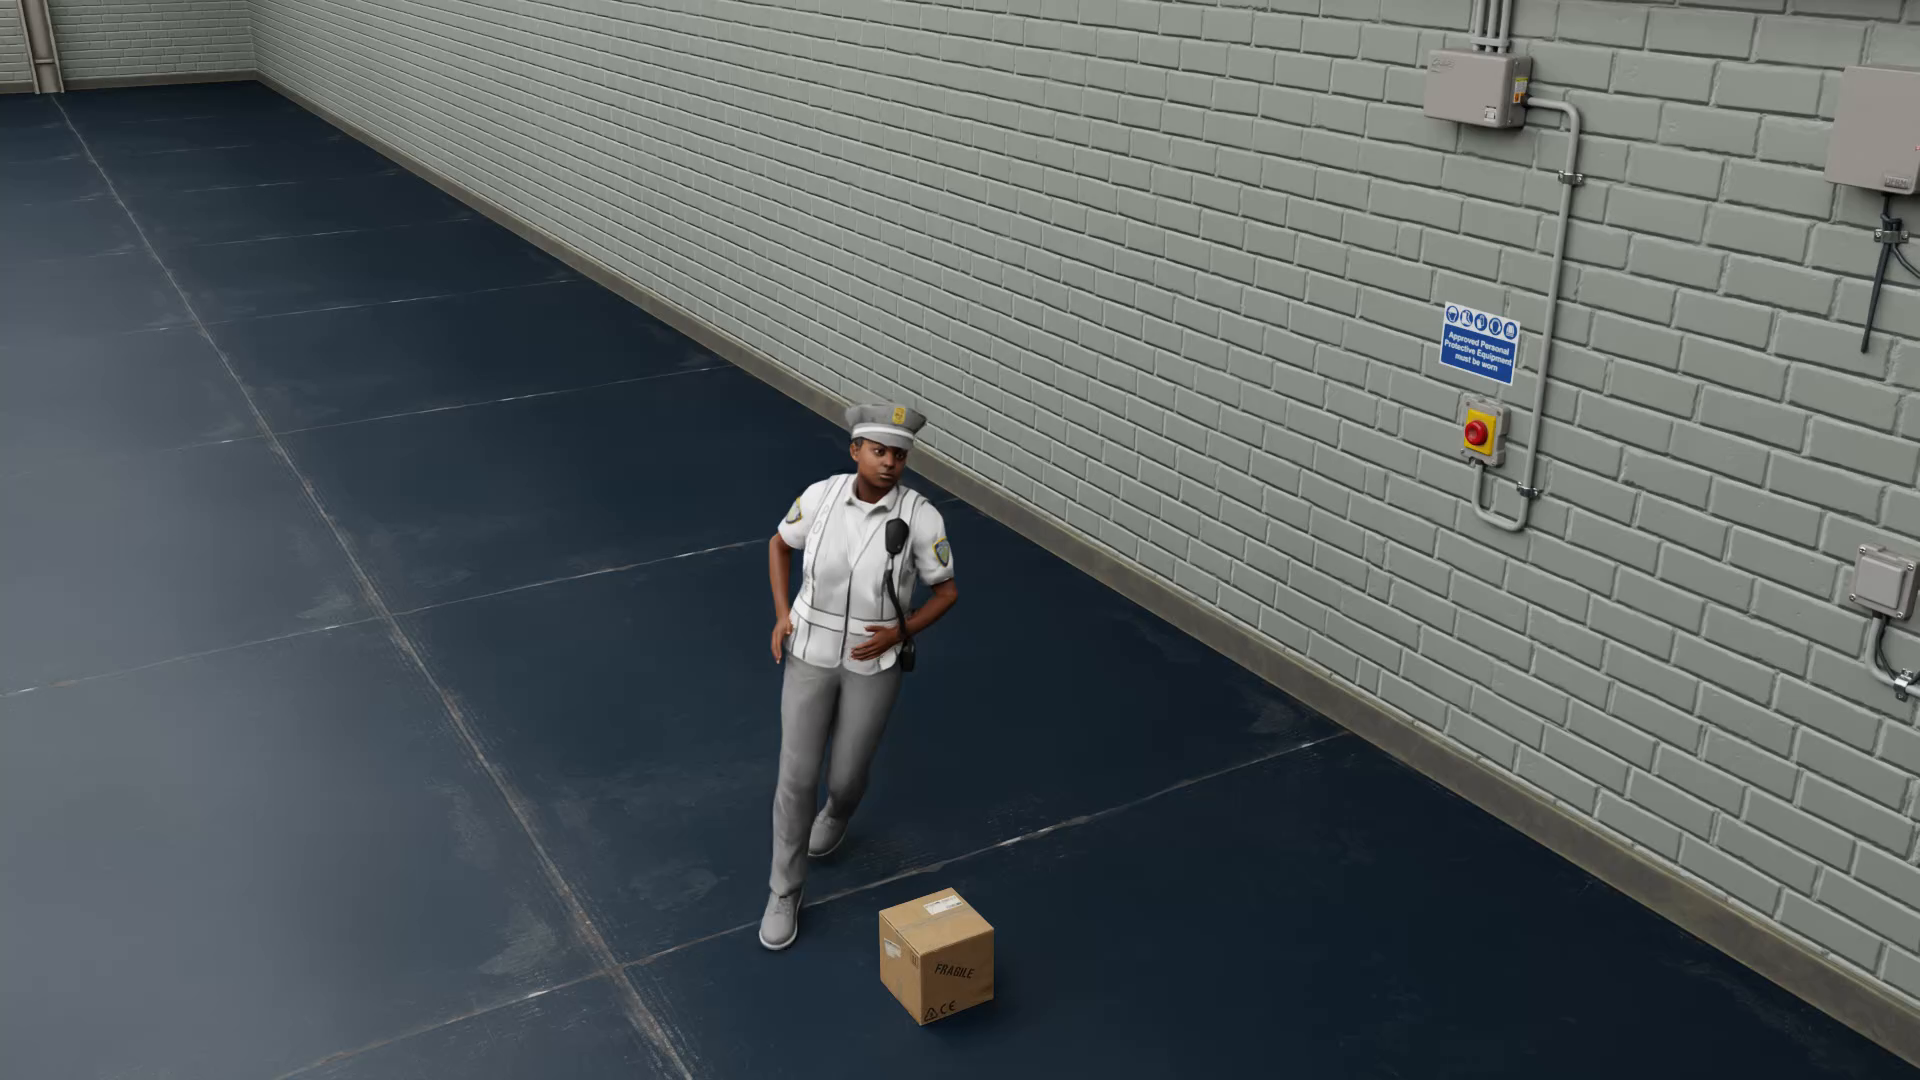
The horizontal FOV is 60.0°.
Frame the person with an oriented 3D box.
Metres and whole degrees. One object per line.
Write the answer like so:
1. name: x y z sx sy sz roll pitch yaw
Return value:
1. person: -0.315 0.387 5.122 0.606 1.671 0.672 2 22 6
